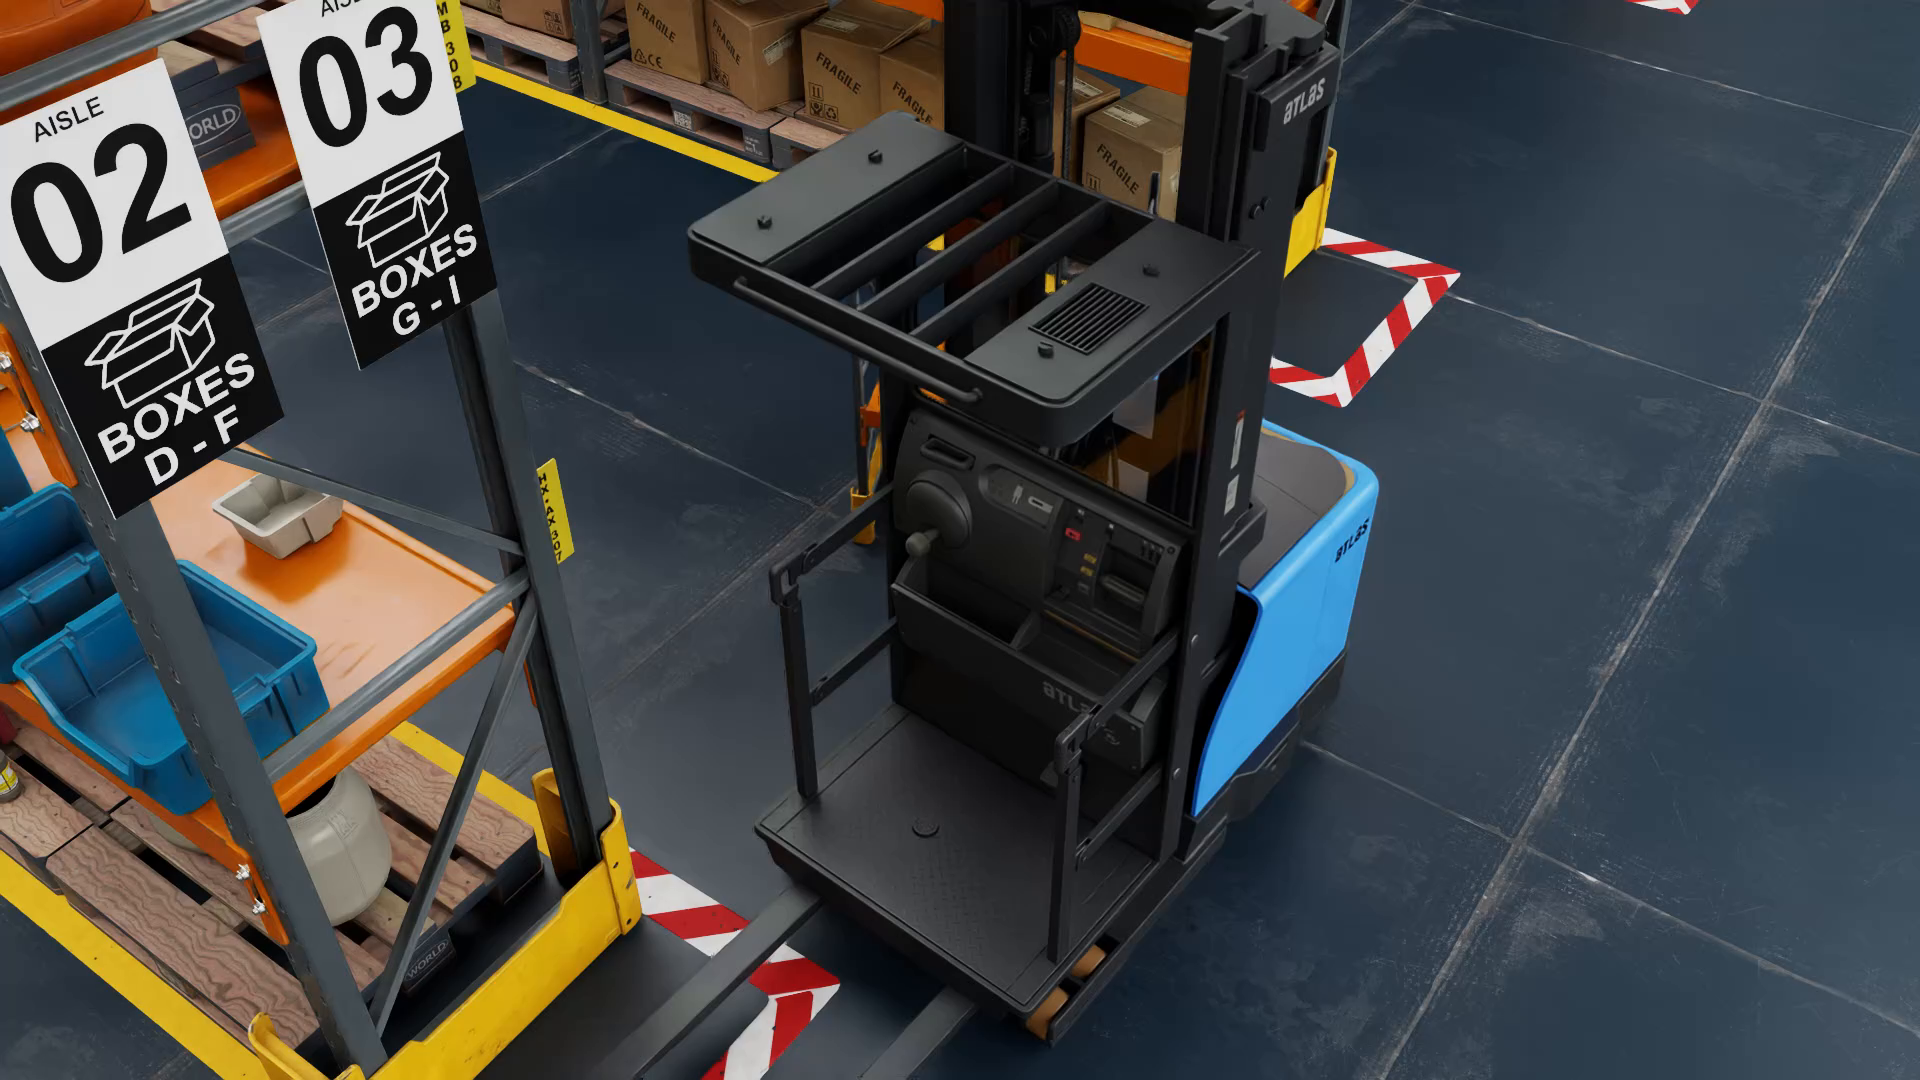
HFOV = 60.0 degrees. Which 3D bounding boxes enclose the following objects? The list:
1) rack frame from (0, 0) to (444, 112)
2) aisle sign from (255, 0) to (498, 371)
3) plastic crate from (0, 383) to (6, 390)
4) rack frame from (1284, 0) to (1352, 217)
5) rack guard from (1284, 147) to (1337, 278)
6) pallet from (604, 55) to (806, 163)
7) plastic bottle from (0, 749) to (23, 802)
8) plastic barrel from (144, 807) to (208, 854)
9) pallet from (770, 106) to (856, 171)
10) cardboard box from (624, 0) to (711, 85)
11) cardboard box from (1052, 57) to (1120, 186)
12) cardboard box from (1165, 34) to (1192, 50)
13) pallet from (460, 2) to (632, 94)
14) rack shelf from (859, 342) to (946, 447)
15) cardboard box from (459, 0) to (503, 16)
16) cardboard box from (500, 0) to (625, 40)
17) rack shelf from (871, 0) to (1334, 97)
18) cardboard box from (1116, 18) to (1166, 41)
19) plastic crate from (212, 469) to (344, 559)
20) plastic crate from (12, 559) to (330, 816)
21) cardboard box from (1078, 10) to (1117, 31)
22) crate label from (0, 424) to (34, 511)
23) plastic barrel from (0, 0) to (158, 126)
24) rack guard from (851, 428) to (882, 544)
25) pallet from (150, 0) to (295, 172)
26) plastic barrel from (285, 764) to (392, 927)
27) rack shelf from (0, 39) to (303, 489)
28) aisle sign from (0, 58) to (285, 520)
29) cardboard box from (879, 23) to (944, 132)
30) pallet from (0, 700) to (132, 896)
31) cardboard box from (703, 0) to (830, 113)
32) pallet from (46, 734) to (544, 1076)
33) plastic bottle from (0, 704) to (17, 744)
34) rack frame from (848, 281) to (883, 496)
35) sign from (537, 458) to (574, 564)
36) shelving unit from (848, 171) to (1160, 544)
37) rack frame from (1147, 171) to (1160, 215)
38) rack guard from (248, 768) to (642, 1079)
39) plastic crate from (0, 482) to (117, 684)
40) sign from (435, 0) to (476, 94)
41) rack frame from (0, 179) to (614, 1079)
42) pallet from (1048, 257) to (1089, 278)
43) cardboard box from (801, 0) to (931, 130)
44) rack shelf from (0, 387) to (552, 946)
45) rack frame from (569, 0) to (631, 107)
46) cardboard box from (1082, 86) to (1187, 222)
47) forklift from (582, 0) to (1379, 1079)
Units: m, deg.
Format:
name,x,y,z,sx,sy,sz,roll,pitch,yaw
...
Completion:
name,x,y,z,sx,sy,sz,roll,pitch,yaw
rack frame,-1.394,-1.897,2.121,0.127,3.000,1.000,25,48,25
aisle sign,-1.167,-0.762,3.403,0.004,0.787,0.394,25,48,25
plastic crate,-3.194,-0.611,5.381,0.437,0.136,0.530,25,48,25
rack frame,1.450,-2.365,7.144,0.127,3.000,1.000,25,48,25
rack guard,1.388,-1.463,8.010,0.348,0.500,1.175,25,48,25
pallet,-1.254,-2.620,9.519,1.213,0.211,1.003,25,48,25
plastic bottle,-3.149,0.754,5.427,0.097,0.201,0.097,0,42,0
plastic barrel,-2.387,0.707,5.261,0.421,0.512,0.421,0,42,0
pallet,-0.251,-2.153,8.998,1.213,0.211,1.003,25,48,25
cardboard box,-1.520,-2.947,9.353,0.500,0.500,0.500,24,47,24
cardboard box,0.440,-2.049,8.350,0.500,0.500,0.500,-29,49,-28
cardboard box,1.098,-2.268,7.224,0.250,0.149,0.380,25,48,25
pallet,-2.463,-3.155,10.117,1.213,0.211,1.003,25,48,25
rack shelf,0.158,-0.536,6.494,1.000,0.185,0.538,8,42,8
cardboard box,-2.695,-3.569,10.034,0.500,0.500,0.700,25,47,25
cardboard box,-2.315,-3.376,9.818,0.500,0.500,0.700,22,46,22
rack shelf,-0.187,-2.863,8.239,4.000,0.370,1.077,25,48,25
cardboard box,0.894,-2.364,7.331,0.250,0.149,0.380,25,48,25
plastic crate,-1.942,-0.081,4.789,0.250,0.136,0.298,25,48,25
plastic crate,-1.975,0.366,4.203,0.616,0.251,0.499,25,48,25
cardboard box,0.660,-2.432,7.406,0.250,0.149,0.380,25,48,25
crate label,-3.056,-0.231,4.733,0.616,0.435,0.502,25,48,25
plastic barrel,-1.864,-1.212,2.969,0.708,0.830,0.600,25,48,25
rack guard,-0.339,-0.270,6.864,0.087,0.250,0.587,8,42,8
pallet,-2.015,-1.079,3.598,1.213,0.211,1.003,25,48,25
plastic barrel,-1.976,0.899,5.046,0.421,0.512,0.421,0,42,0
rack shelf,-3.031,-1.277,4.217,4.000,0.370,1.077,25,48,25
aisle sign,-1.505,-0.440,3.043,0.004,0.787,0.394,25,48,25
cardboard box,-0.062,-2.299,8.629,0.500,0.500,0.500,30,50,29
pallet,-3.140,0.593,5.929,1.213,0.211,1.003,25,48,25
cardboard box,-1.047,-2.732,9.113,0.500,0.500,0.500,-26,48,-26
pallet,-2.145,1.061,5.406,1.213,0.211,1.003,25,48,25
plastic bottle,-3.279,0.554,5.589,0.133,0.283,0.061,25,48,25
rack frame,-0.341,-0.736,6.448,0.032,1.500,0.500,8,42,8
sign,-1.074,-0.063,4.363,0.005,0.325,0.100,25,48,25
shelving unit,0.149,-0.671,6.375,1.083,1.500,0.587,8,42,8
rack frame,0.656,-0.604,6.300,0.032,1.500,0.500,8,42,8
rack guard,-1.483,1.267,4.959,0.348,0.500,1.175,25,48,25
plastic crate,-2.504,0.114,4.484,0.408,0.251,0.499,25,48,25
sign,-1.074,-1.081,3.452,0.005,0.325,0.100,25,48,25
rack frame,-1.394,0.339,4.122,0.127,3.000,1.000,25,48,25
pallet,0.743,-1.685,8.475,1.213,0.211,1.003,25,48,25
cardboard box,-0.493,-2.537,8.895,0.500,0.500,0.500,21,46,22
rack shelf,-3.031,-0.159,5.217,4.000,0.370,1.077,25,48,25
rack frame,-1.825,-3.897,8.855,0.127,3.000,1.000,25,48,25
cardboard box,0.949,-1.838,8.115,0.500,0.500,0.500,-33,51,-31
forklift,0.064,0.045,4.501,1.130,2.935,3.031,28,49,28
